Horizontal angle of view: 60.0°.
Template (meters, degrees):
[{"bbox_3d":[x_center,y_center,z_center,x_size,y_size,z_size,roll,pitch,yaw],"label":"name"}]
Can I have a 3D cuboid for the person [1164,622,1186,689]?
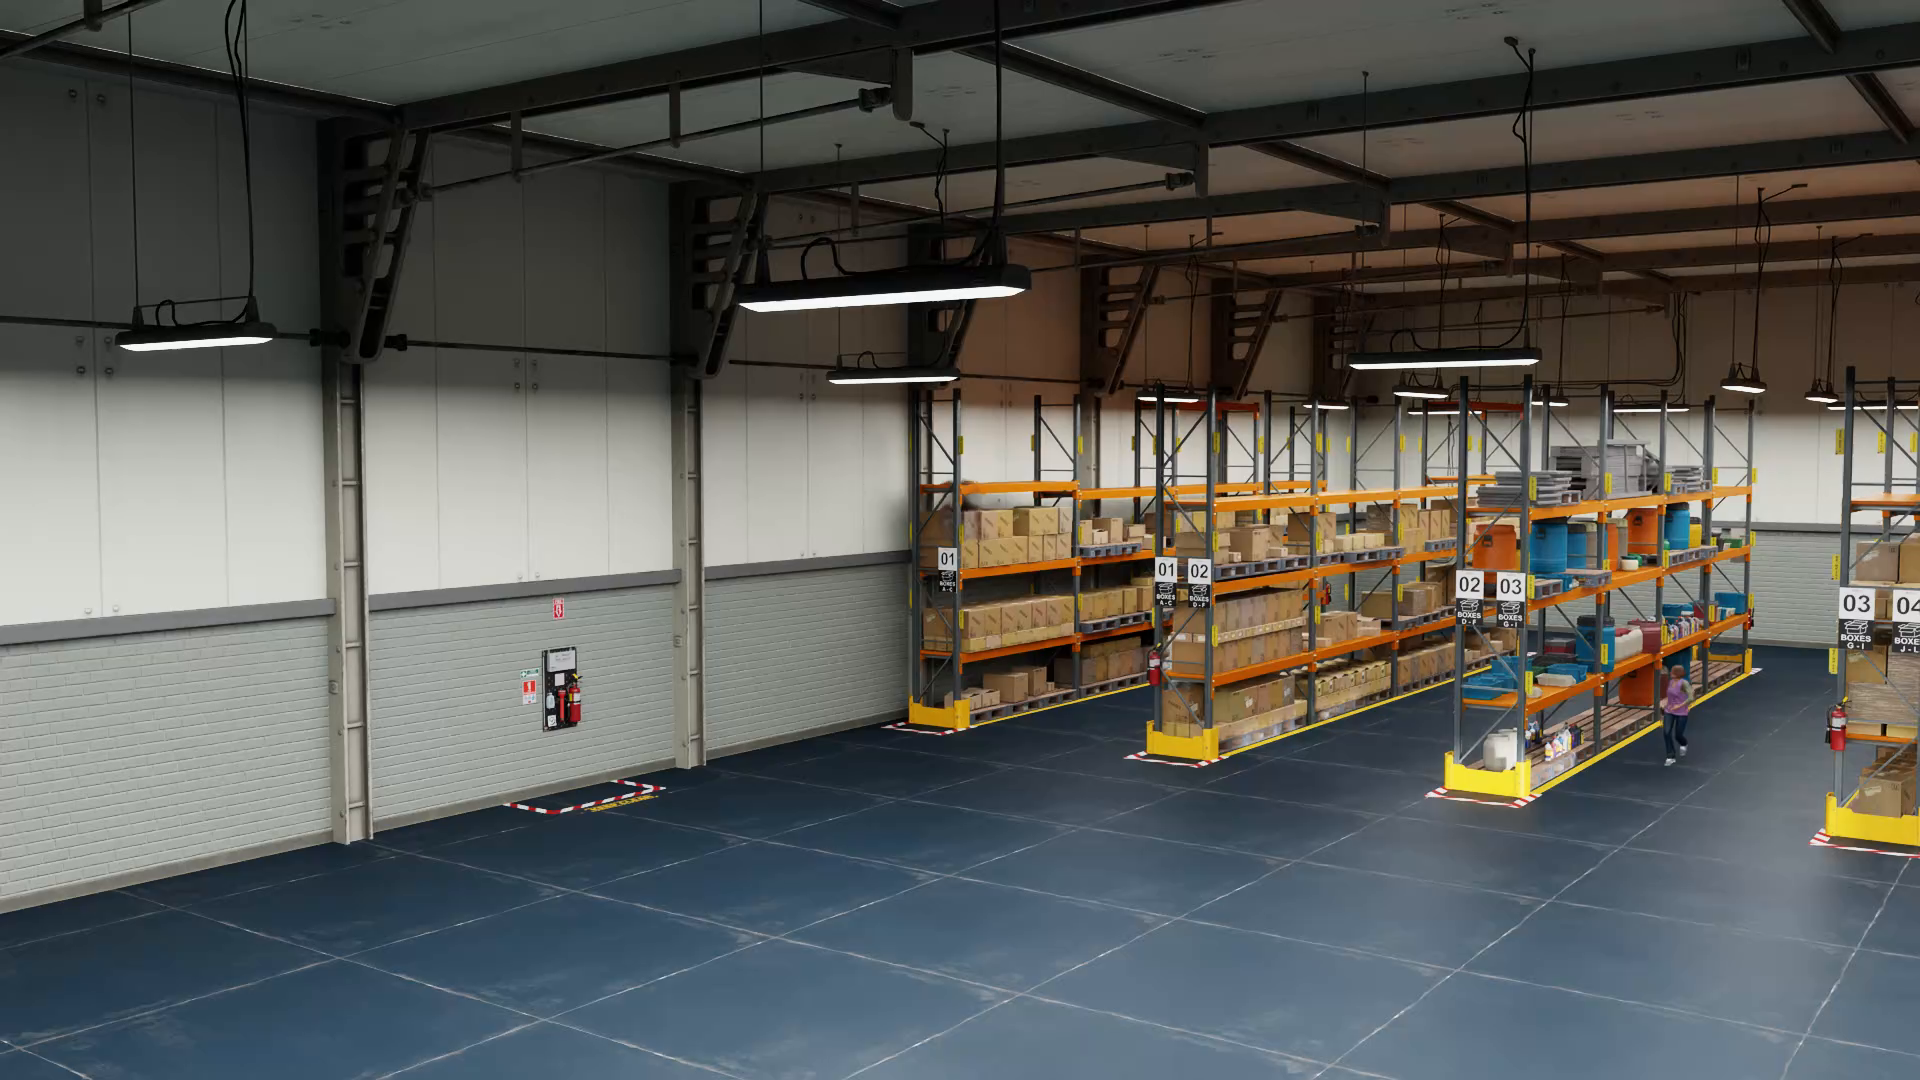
[{"bbox_3d":[3.949,2.366,30.507,0.428,1.791,0.602,3,4,38],"label":"person"}]

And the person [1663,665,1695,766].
[{"bbox_3d":[11.344,2.743,26.153,0.470,1.581,0.669,3,4,39],"label":"person"}]
